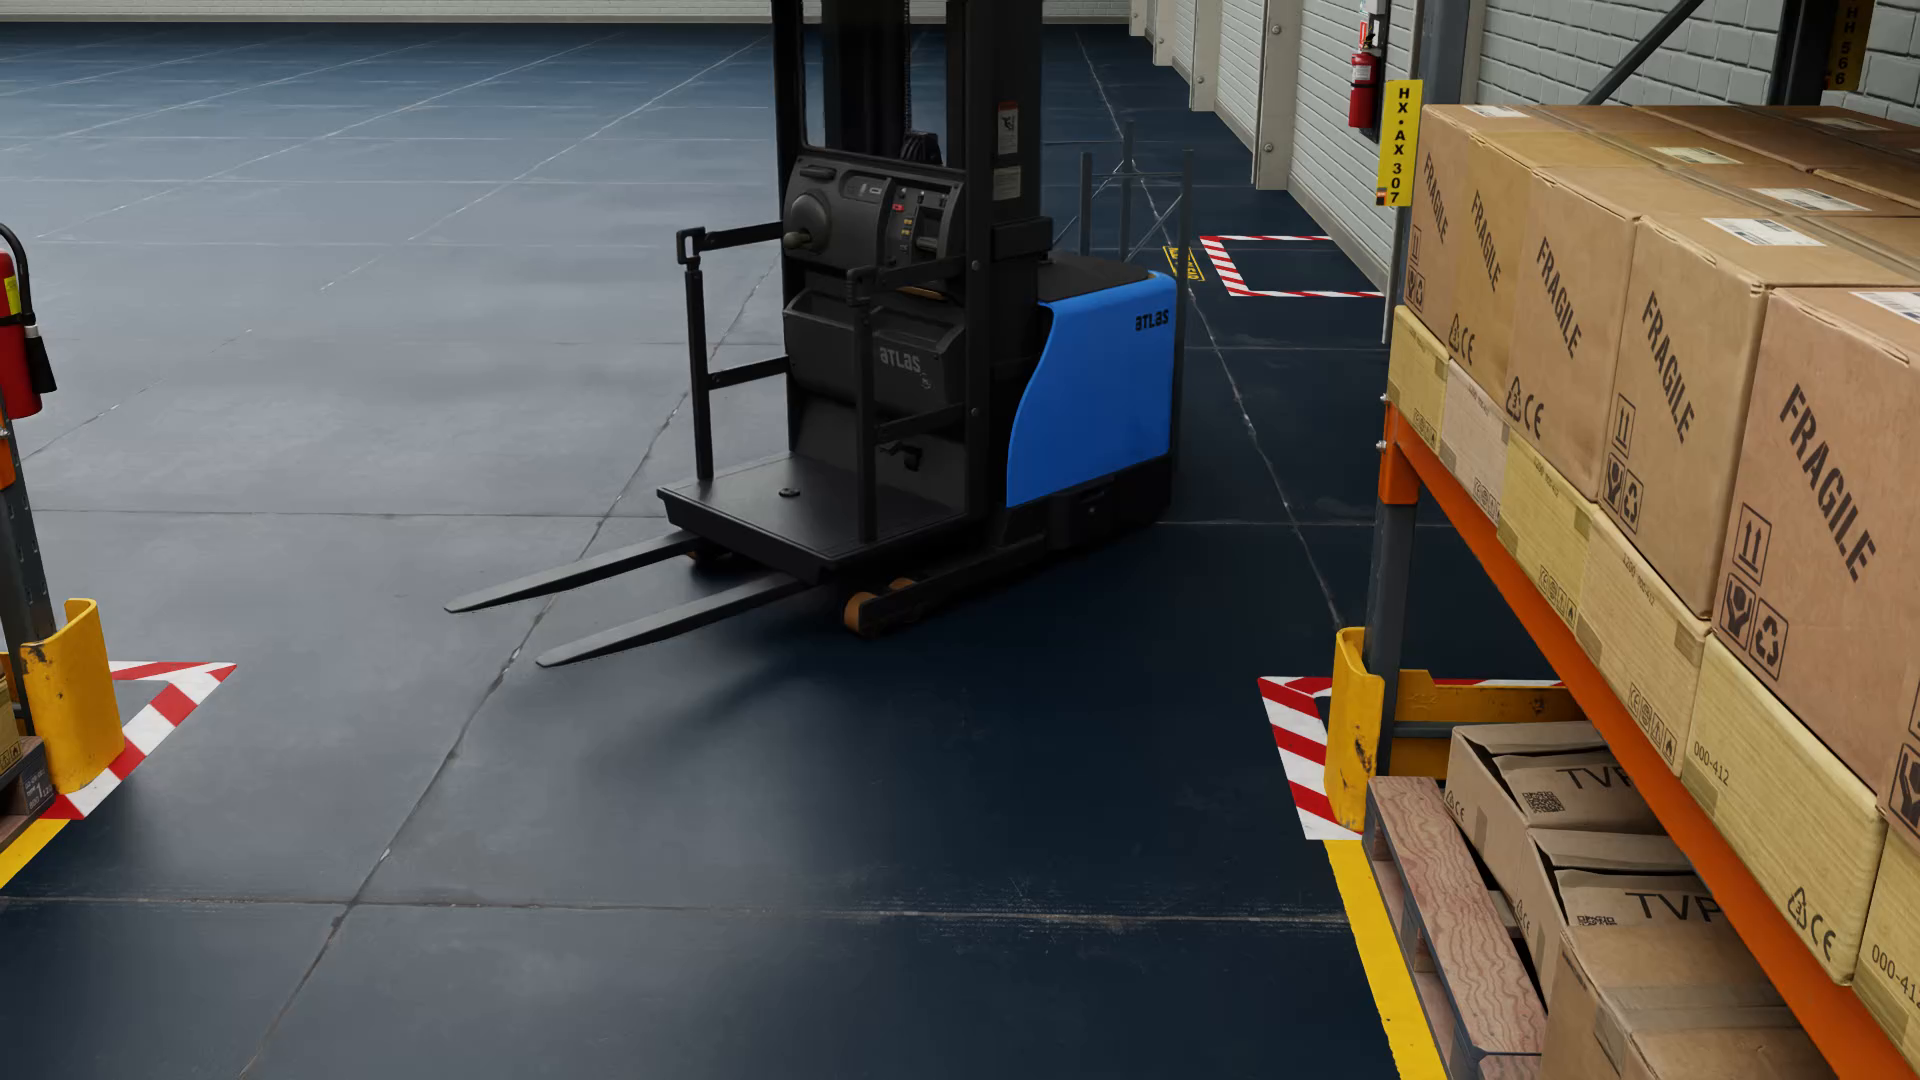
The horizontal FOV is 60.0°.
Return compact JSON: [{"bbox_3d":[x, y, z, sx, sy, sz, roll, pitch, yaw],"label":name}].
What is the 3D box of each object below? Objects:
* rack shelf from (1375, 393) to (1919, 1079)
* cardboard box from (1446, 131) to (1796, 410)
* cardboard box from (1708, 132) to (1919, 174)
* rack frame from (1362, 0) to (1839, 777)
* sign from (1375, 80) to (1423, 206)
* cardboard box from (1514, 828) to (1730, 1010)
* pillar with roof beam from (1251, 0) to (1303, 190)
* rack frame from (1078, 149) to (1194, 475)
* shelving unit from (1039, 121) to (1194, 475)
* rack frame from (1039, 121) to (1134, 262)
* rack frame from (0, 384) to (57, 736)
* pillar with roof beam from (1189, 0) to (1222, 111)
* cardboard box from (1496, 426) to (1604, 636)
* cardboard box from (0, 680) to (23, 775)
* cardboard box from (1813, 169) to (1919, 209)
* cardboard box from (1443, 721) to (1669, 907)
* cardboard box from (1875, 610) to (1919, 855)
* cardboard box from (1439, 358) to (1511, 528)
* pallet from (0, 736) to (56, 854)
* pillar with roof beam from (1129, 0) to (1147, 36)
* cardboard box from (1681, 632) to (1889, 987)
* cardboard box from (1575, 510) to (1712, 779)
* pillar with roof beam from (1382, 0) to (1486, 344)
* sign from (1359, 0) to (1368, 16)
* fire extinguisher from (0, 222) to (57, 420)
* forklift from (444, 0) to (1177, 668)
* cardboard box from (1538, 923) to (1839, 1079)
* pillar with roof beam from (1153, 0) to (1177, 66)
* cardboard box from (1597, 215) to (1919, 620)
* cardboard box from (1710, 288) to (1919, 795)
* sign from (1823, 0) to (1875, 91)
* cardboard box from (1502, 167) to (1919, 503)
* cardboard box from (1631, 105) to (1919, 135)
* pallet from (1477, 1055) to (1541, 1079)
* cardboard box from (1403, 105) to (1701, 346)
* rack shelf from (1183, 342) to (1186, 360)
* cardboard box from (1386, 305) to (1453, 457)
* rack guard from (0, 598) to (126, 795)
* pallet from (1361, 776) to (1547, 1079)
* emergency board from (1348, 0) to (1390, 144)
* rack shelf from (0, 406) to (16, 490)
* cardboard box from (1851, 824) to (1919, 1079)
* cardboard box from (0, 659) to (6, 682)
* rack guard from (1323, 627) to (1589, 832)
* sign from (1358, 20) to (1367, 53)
[{"bbox_3d":[1.638,0.427,2.777,1.077,0.370,4.000,1,21,2],"label":"rack shelf"},{"bbox_3d":[1.359,-0.573,3.502,0.500,0.500,0.500,1,21,2],"label":"cardboard box"},{"bbox_3d":[1.872,-0.566,3.484,0.500,0.500,0.500,1,21,2],"label":"cardboard box"},{"bbox_3d":[1.699,-0.632,4.510,1.000,3.000,0.127,1,21,2],"label":"rack frame"},{"bbox_3d":[1.156,-1.041,4.369,0.100,0.325,0.005,1,21,2],"label":"sign"},{"bbox_3d":[1.571,0.872,3.744,0.500,0.311,0.500,2,21,6],"label":"cardboard box"},{"bbox_3d":[-1.396,-7.552,14.053,9.100,9.000,0.400,1,21,2],"label":"pillar with roof beam"},{"bbox_3d":[0.775,-0.996,7.523,0.500,1.500,0.032,-3,21,-9],"label":"rack frame"},{"bbox_3d":[0.692,-1.178,7.991,0.538,1.500,1.048,-3,21,-9],"label":"shelving unit"},{"bbox_3d":[0.608,-1.359,8.458,0.500,1.500,0.032,-3,21,-9],"label":"rack frame"},{"bbox_3d":[-3.253,-0.685,4.647,1.000,3.000,0.127,1,21,2],"label":"rack frame"},{"bbox_3d":[-1.213,-9.722,19.644,9.100,9.000,0.400,1,21,2],"label":"pillar with roof beam"},{"bbox_3d":[1.344,-0.026,3.129,0.500,0.250,0.500,0,21,1],"label":"cardboard box"},{"bbox_3d":[-2.974,0.598,4.561,0.500,0.250,0.500,1,21,2],"label":"cardboard box"},{"bbox_3d":[1.860,-0.379,3.002,0.500,0.500,0.500,0,21,0],"label":"cardboard box"},{"bbox_3d":[1.588,0.666,4.275,0.500,0.311,0.500,-2,21,-4],"label":"cardboard box"},{"bbox_3d":[1.292,0.171,1.585,0.500,0.500,0.500,1,21,1],"label":"cardboard box"},{"bbox_3d":[1.365,-0.210,3.604,0.500,0.250,0.500,0,21,0],"label":"cardboard box"},{"bbox_3d":[-3.234,0.892,4.438,1.003,0.211,1.213,1,21,2],"label":"pallet"},{"bbox_3d":[-0.848,-14.060,30.826,9.100,9.000,0.400,1,21,2],"label":"pillar with roof beam"},{"bbox_3d":[1.312,0.338,2.190,0.500,0.250,0.500,1,21,1],"label":"cardboard box"},{"bbox_3d":[1.326,0.157,2.658,0.500,0.250,0.500,1,21,2],"label":"cardboard box"},{"bbox_3d":[-1.578,-5.383,8.462,9.100,9.000,0.400,1,21,2],"label":"pillar with roof beam"},{"bbox_3d":[2.949,-3.893,12.132,0.001,0.109,0.331,1,21,2],"label":"sign"},{"bbox_3d":[-2.785,-0.686,4.758,0.296,0.674,0.183,1,21,2],"label":"fire extinguisher"},{"bbox_3d":[-0.489,-1.219,6.119,3.031,2.935,1.130,-19,28,-41],"label":"forklift"},{"bbox_3d":[1.498,1.048,3.027,0.700,0.500,0.500,-1,21,-2],"label":"cardboard box"},{"bbox_3d":[-1.031,-11.891,25.235,9.100,9.000,0.400,1,21,2],"label":"pillar with roof beam"},{"bbox_3d":[1.333,-0.199,2.539,0.500,0.500,0.500,1,21,3],"label":"cardboard box"},{"bbox_3d":[1.318,-0.011,2.054,0.500,0.500,0.500,0,21,0],"label":"cardboard box"},{"bbox_3d":[2.253,-1.306,4.209,0.100,0.325,0.005,1,21,2],"label":"sign"},{"bbox_3d":[1.337,-0.386,3.020,0.500,0.500,0.500,0,21,0],"label":"cardboard box"},{"bbox_3d":[1.897,-0.748,3.953,0.500,0.500,0.500,0,21,1],"label":"cardboard box"},{"bbox_3d":[1.597,1.429,3.054,1.003,0.211,1.213,1,21,2],"label":"pallet"},{"bbox_3d":[1.384,-0.751,3.962,0.500,0.500,0.500,1,21,2],"label":"cardboard box"},{"bbox_3d":[0.692,-1.010,8.056,0.538,0.185,1.000,-3,21,-9],"label":"rack shelf"},{"bbox_3d":[1.367,-0.398,4.088,0.500,0.250,0.500,0,21,0],"label":"cardboard box"},{"bbox_3d":[-3.252,0.472,5.122,1.175,0.500,0.348,1,21,2],"label":"rack guard"},{"bbox_3d":[1.636,0.989,4.188,1.003,0.211,1.213,1,21,2],"label":"pallet"},{"bbox_3d":[2.838,-3.432,11.726,0.194,1.169,0.643,1,21,2],"label":"emergency board"},{"bbox_3d":[-3.314,0.374,2.914,1.077,0.370,4.000,1,21,2],"label":"rack shelf"},{"bbox_3d":[1.312,0.520,1.721,0.500,0.250,0.500,1,21,2],"label":"cardboard box"},{"bbox_3d":[-2.972,0.249,4.425,0.500,0.500,0.500,1,21,2],"label":"cardboard box"},{"bbox_3d":[1.697,0.561,4.892,1.175,0.500,0.348,1,21,2],"label":"rack guard"},{"bbox_3d":[2.958,-3.647,12.232,0.001,0.329,0.234,1,21,2],"label":"sign"}]
